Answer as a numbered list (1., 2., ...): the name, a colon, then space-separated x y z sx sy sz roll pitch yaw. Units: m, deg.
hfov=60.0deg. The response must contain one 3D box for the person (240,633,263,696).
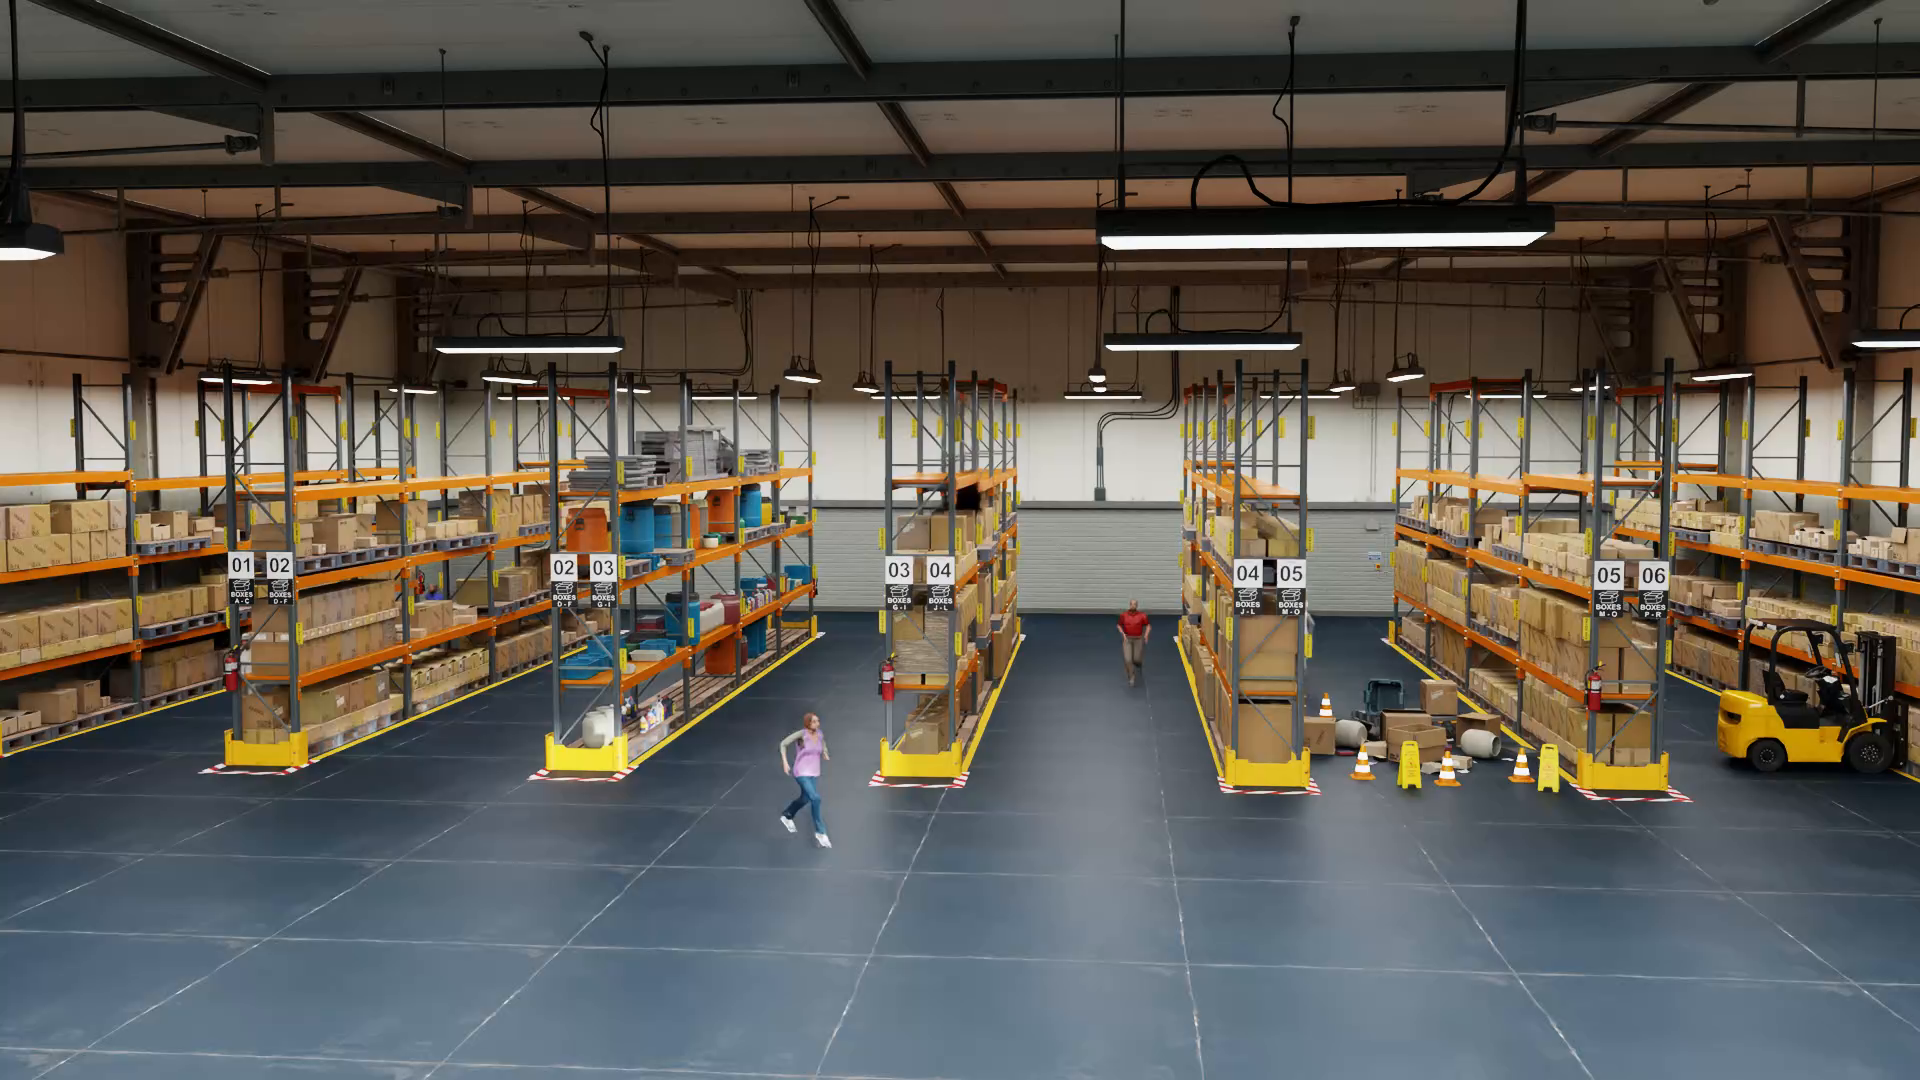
1. person: -11.676 2.355 27.328 0.590 1.687 0.909 0 4 -1

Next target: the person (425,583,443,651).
1. person: -11.659 1.766 36.814 0.555 1.633 0.632 0 4 4

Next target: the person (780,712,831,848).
1. person: -1.884 2.878 20.217 0.871 1.621 0.556 4 5 44

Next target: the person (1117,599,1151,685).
1. person: 3.423 2.012 32.869 0.665 1.688 0.596 1 4 11

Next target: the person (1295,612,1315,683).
1. person: 6.672 1.978 32.964 0.673 1.733 0.574 0 4 -3
